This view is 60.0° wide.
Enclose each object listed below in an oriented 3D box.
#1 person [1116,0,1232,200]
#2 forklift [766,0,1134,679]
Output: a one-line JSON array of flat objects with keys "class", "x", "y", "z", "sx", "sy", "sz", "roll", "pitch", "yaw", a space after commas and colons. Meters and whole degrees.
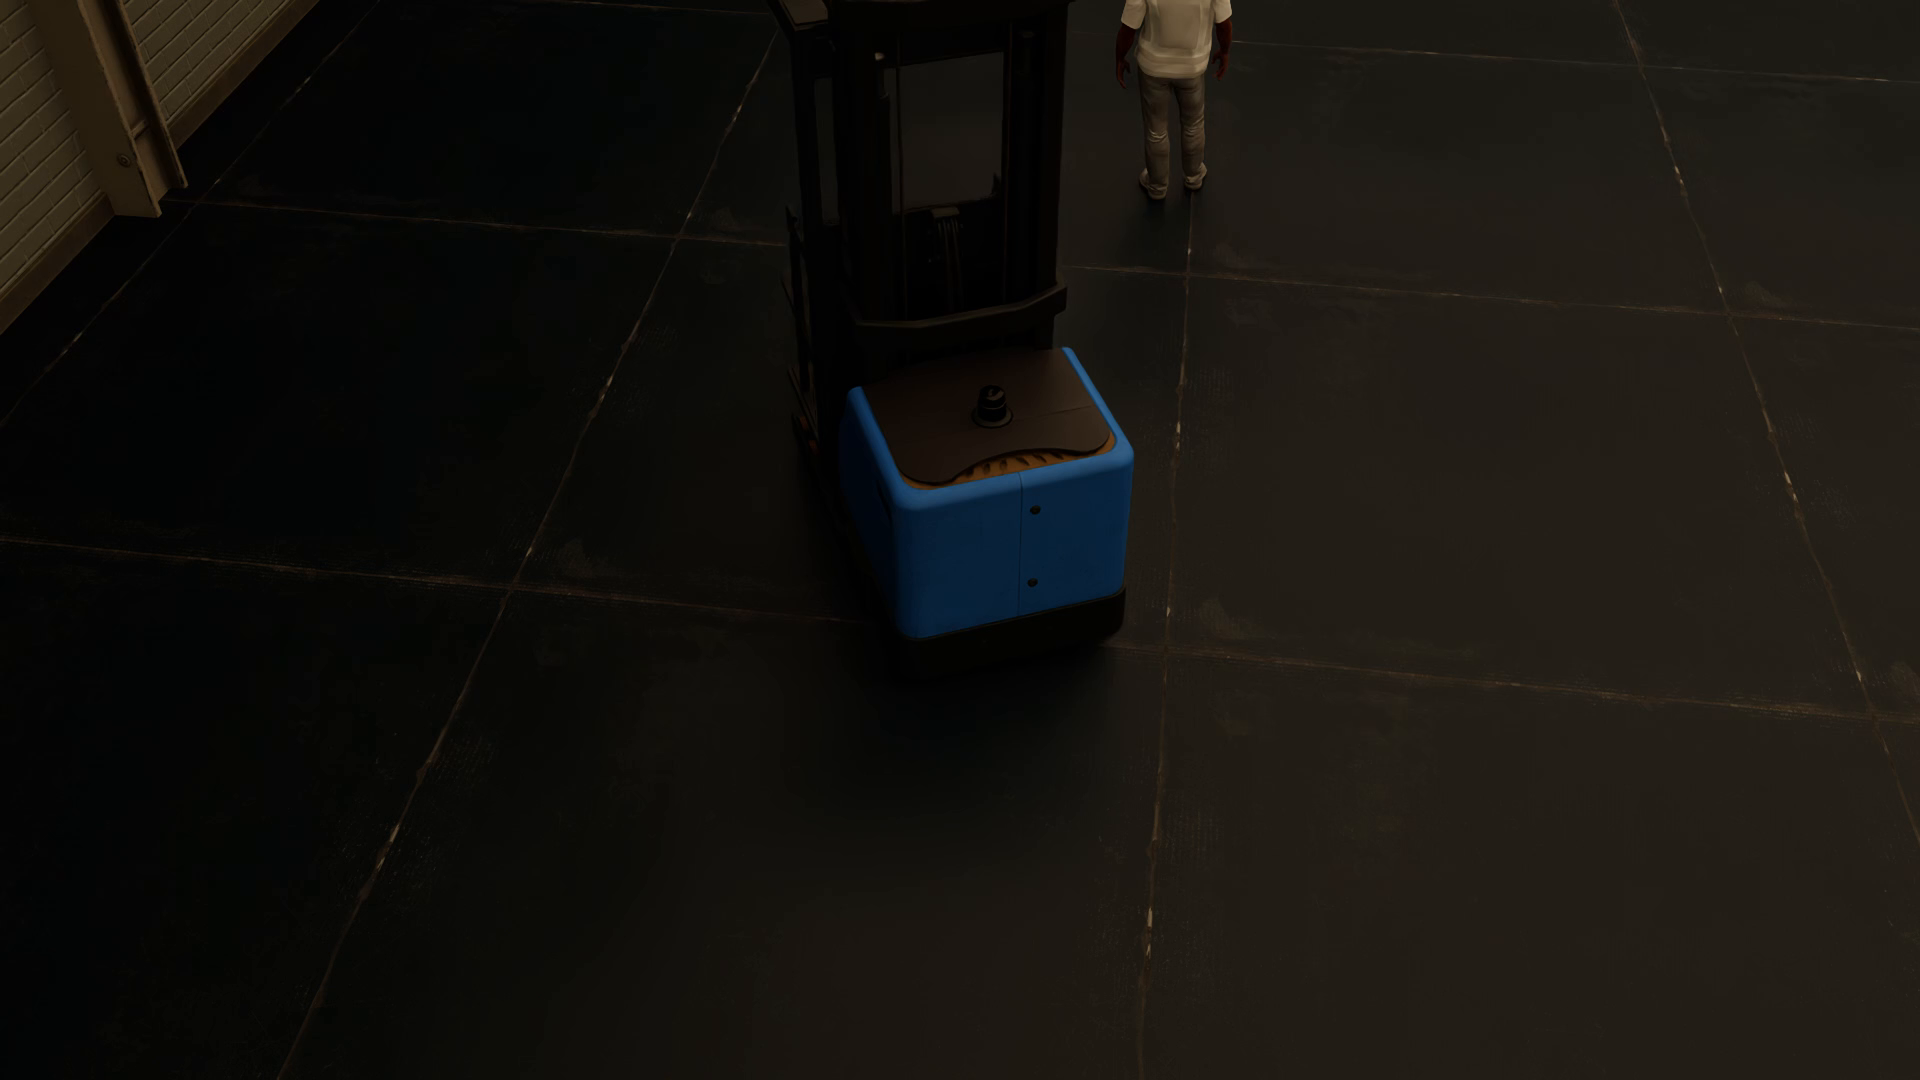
[{"class": "person", "x": 1.221, "y": -2.804, "z": 9.627, "sx": 0.666, "sy": 1.766, "sz": 0.577, "roll": -1, "pitch": 43, "yaw": -1}, {"class": "forklift", "x": -0.208, "y": -1.493, "z": 7.349, "sx": 1.130, "sy": 2.935, "sz": 3.031, "roll": -12, "pitch": 44, "yaw": -13}]
